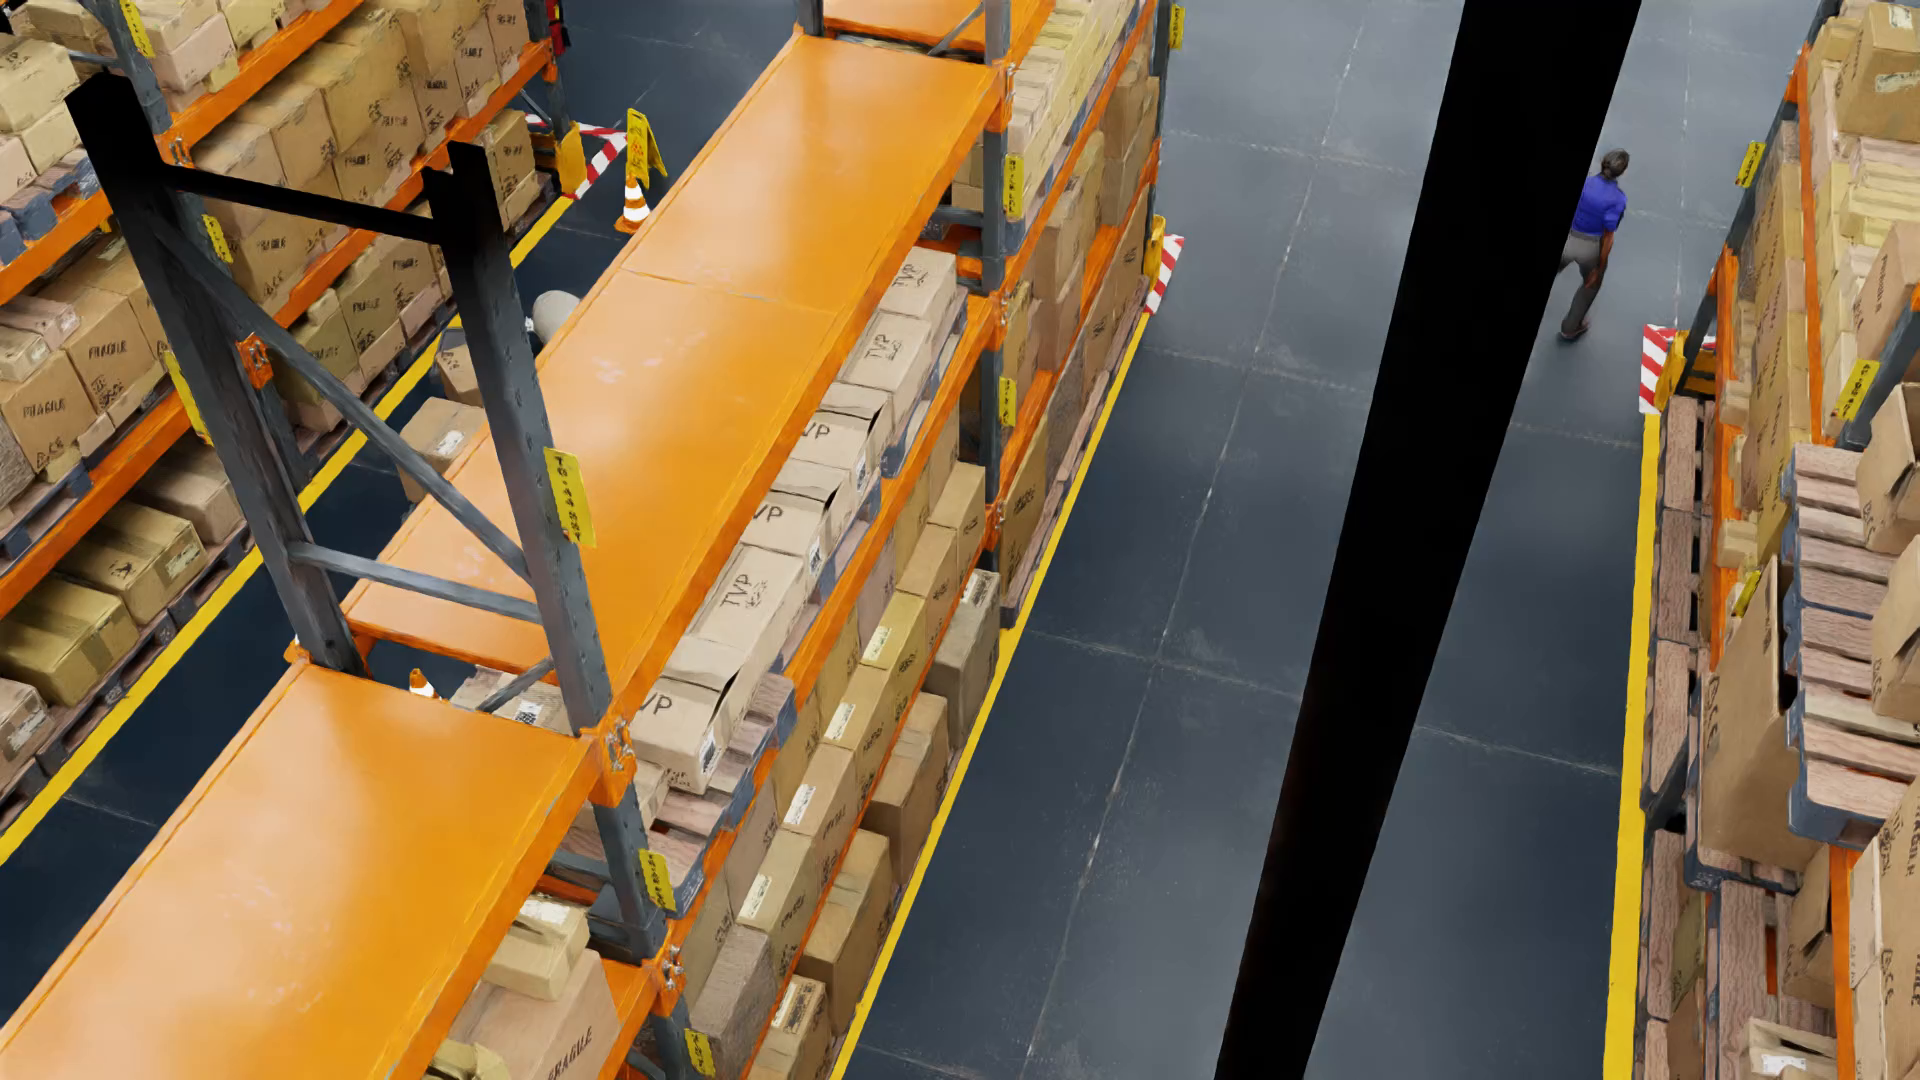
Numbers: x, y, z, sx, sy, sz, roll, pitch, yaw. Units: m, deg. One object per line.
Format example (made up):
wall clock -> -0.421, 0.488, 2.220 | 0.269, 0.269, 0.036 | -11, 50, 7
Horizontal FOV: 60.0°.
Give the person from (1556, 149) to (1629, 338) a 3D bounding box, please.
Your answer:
person -> 4.356, -2.124, 12.083 | 0.692, 1.597, 0.752 | 25, 51, 22
